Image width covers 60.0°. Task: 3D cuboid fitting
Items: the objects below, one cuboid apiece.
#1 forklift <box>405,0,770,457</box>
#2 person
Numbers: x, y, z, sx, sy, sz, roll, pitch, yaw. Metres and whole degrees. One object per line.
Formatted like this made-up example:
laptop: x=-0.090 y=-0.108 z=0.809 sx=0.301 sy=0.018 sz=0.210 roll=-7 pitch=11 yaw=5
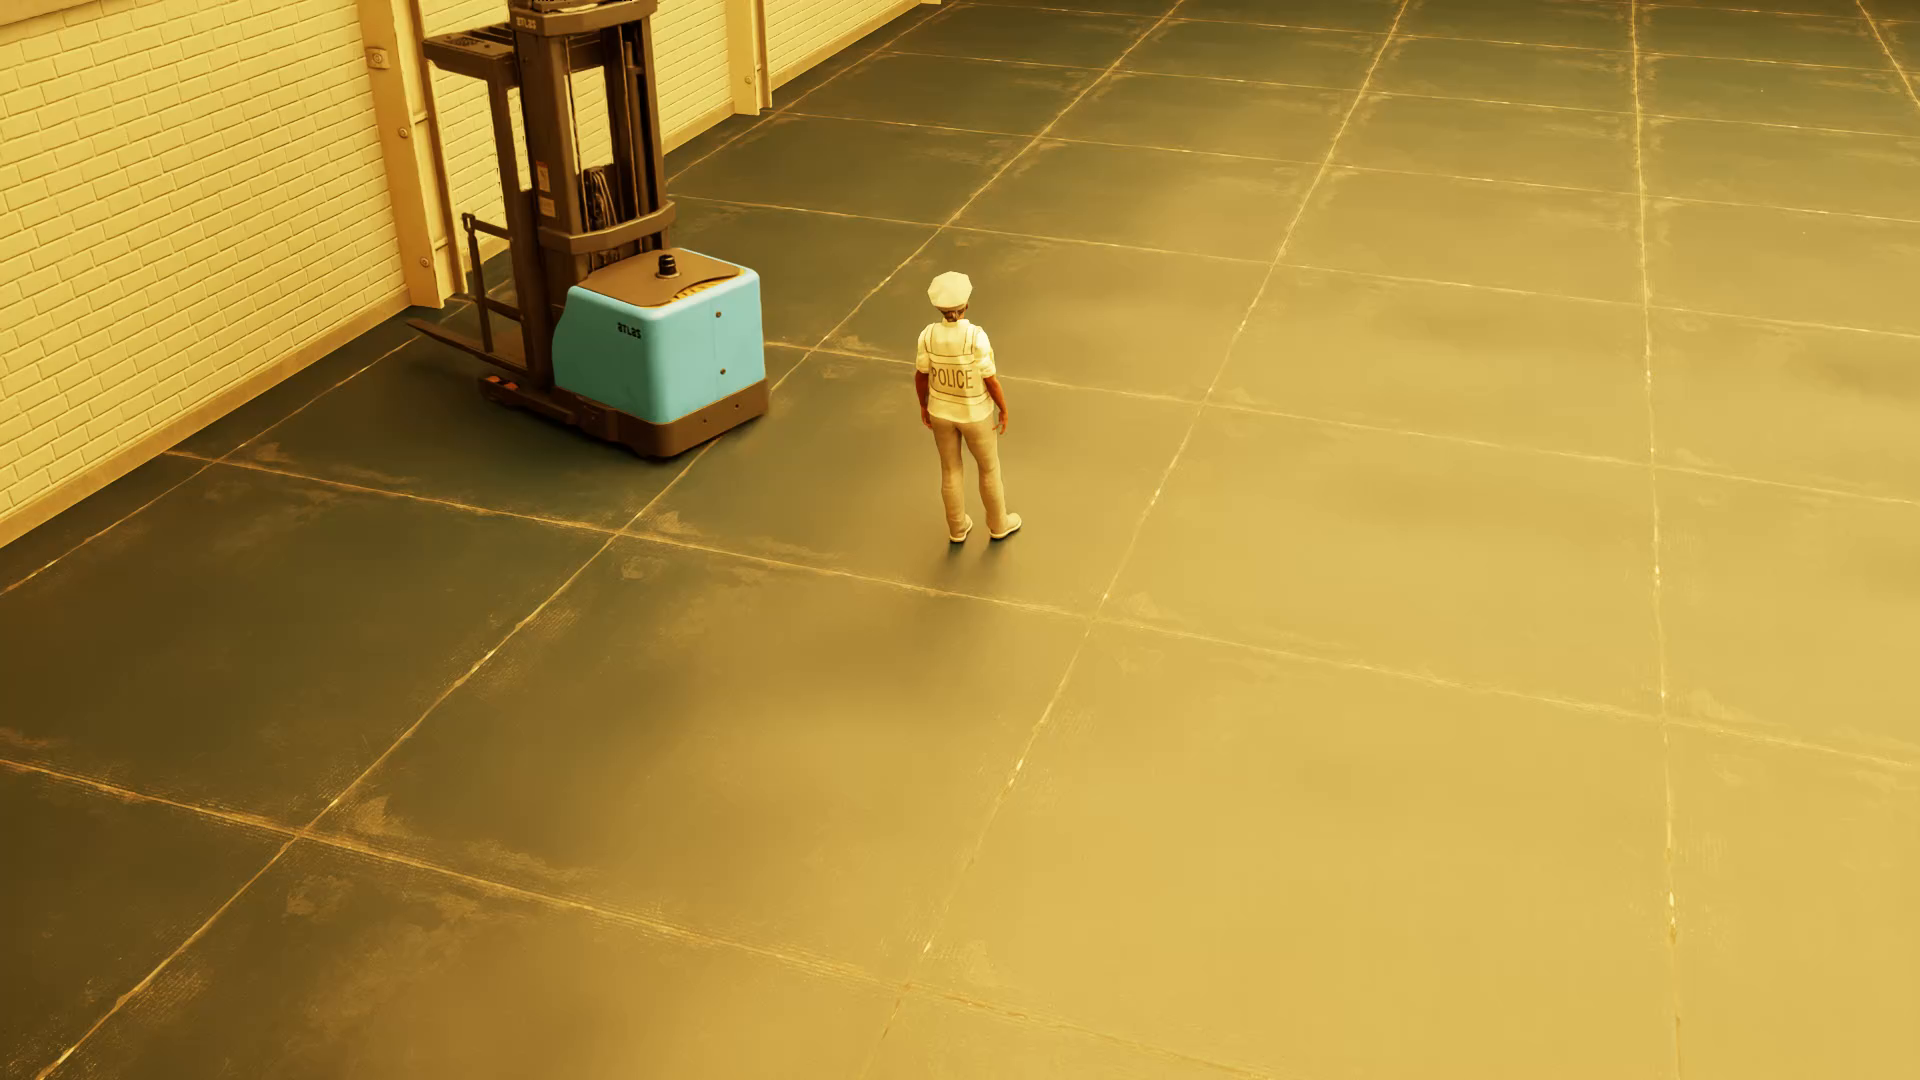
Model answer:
forklift: x=-2.796 y=-2.399 z=11.345 sx=3.031 sy=2.935 sz=1.130 roll=21 pitch=36 yaw=32
person: x=0.043 y=-0.775 z=9.729 sx=0.570 sy=1.697 sz=0.528 roll=10 pitch=31 yaw=16
